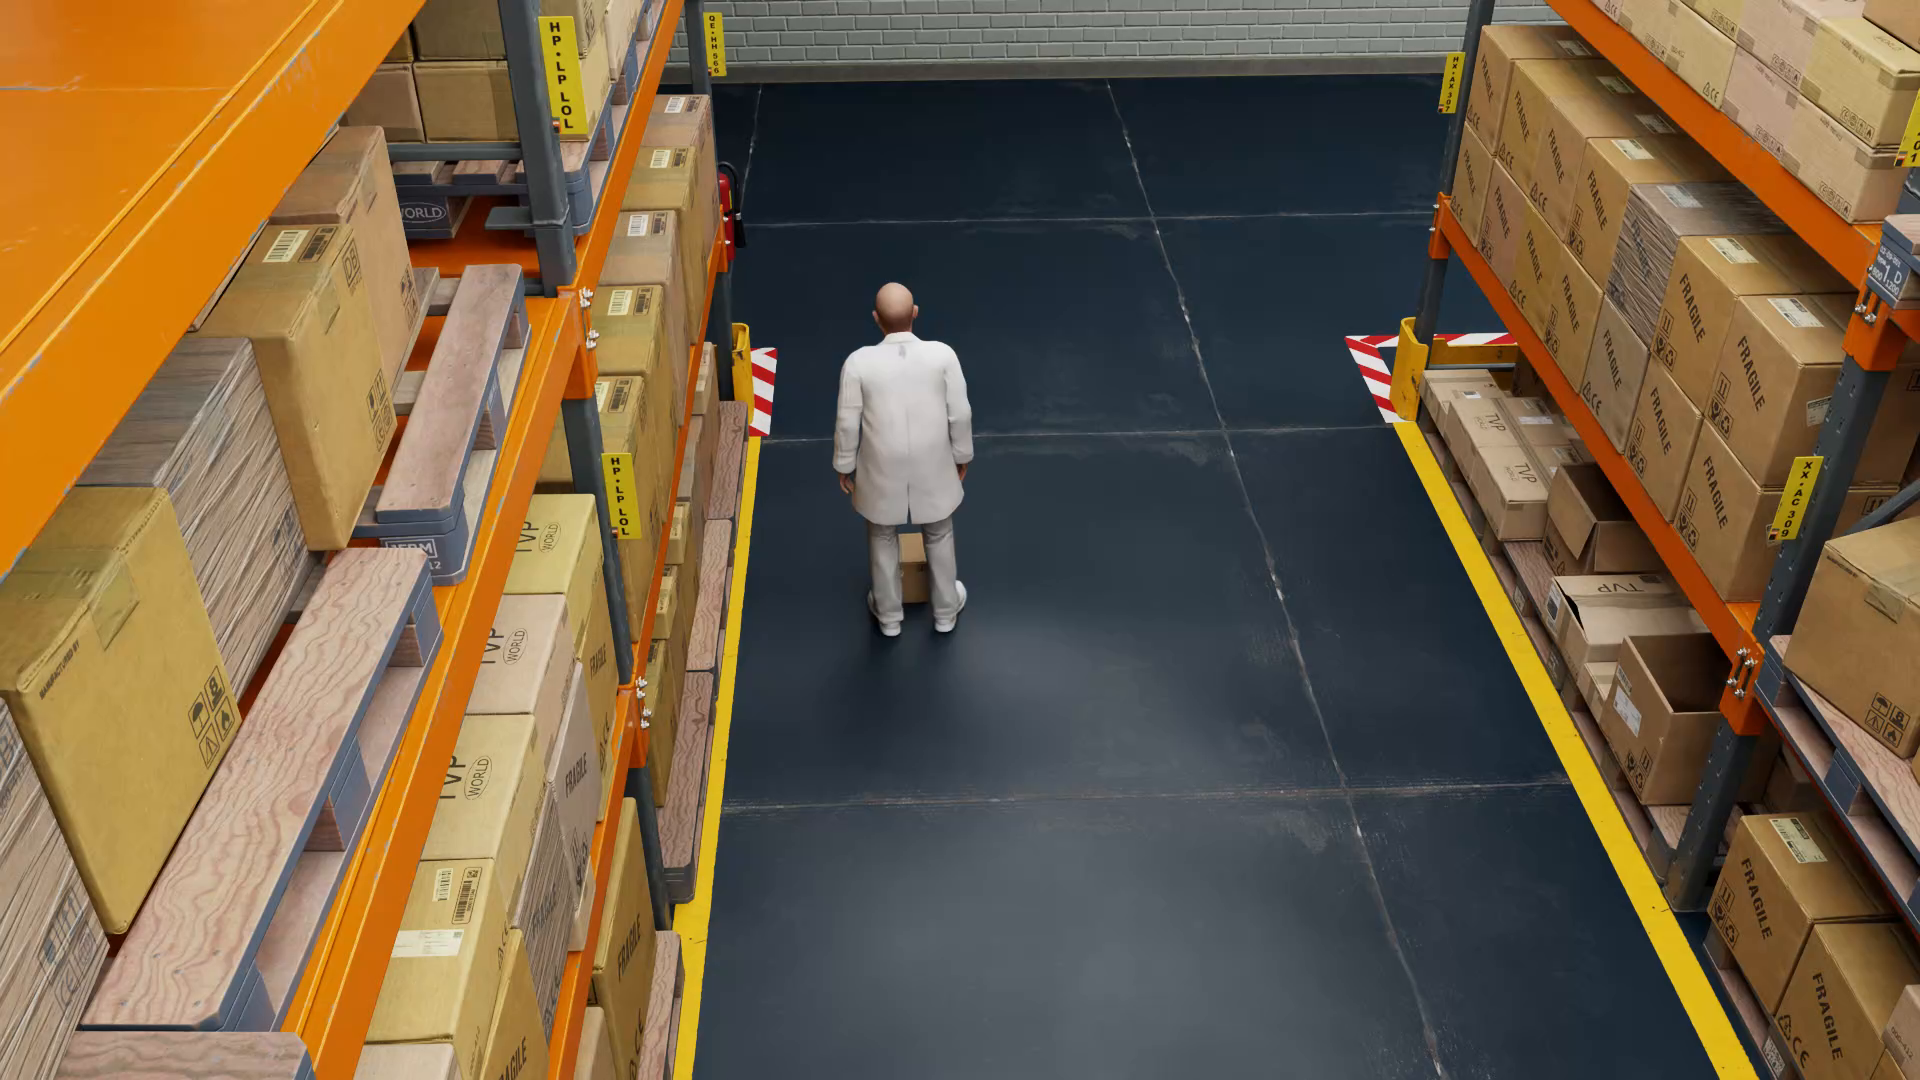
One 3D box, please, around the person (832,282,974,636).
[{"bbox_3d":[-0.260,-0.350,7.662,0.654,1.774,0.426,-4,35,-6],"label":"person"}]
